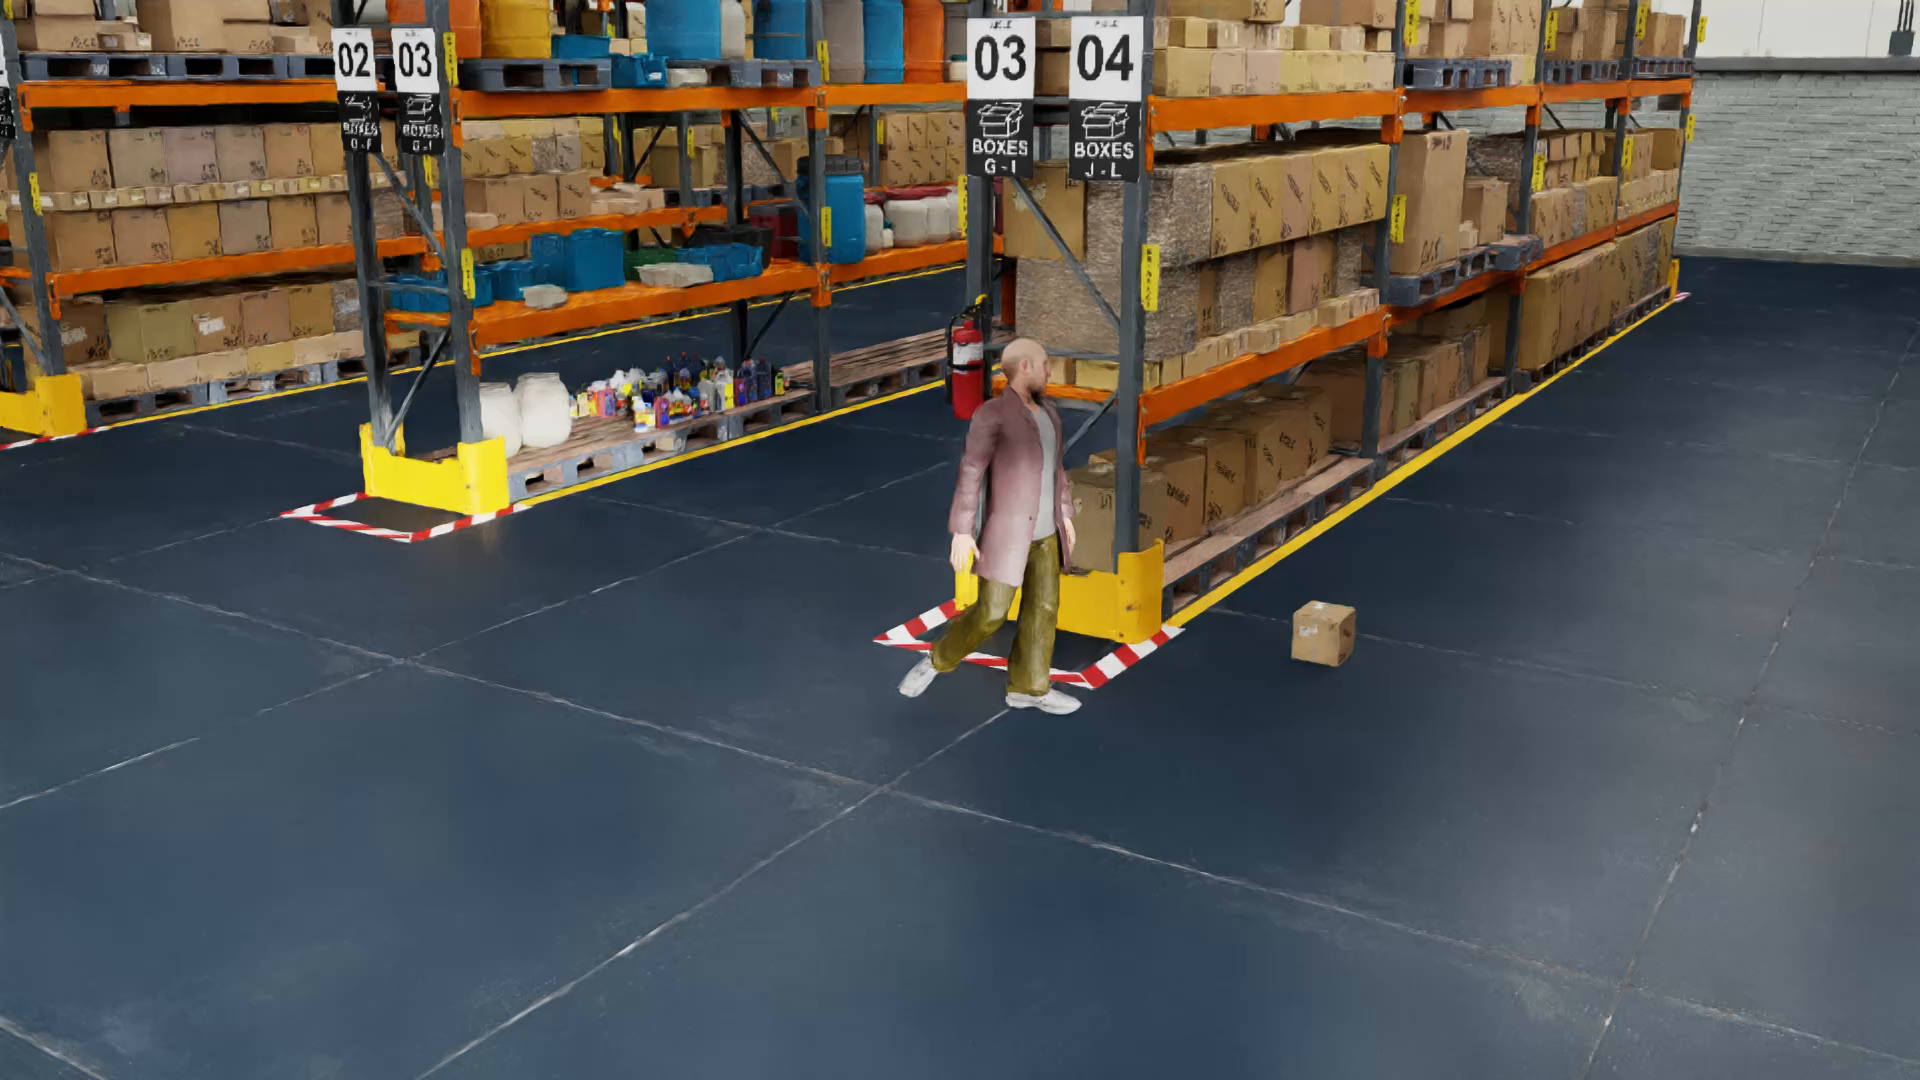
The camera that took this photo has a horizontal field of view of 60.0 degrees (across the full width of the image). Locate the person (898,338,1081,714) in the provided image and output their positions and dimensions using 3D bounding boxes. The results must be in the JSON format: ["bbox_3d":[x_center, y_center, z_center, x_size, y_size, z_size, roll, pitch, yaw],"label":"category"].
[{"bbox_3d":[0.179,-0.046,7.714,0.666,1.775,0.788,14,21,41],"label":"person"}]
